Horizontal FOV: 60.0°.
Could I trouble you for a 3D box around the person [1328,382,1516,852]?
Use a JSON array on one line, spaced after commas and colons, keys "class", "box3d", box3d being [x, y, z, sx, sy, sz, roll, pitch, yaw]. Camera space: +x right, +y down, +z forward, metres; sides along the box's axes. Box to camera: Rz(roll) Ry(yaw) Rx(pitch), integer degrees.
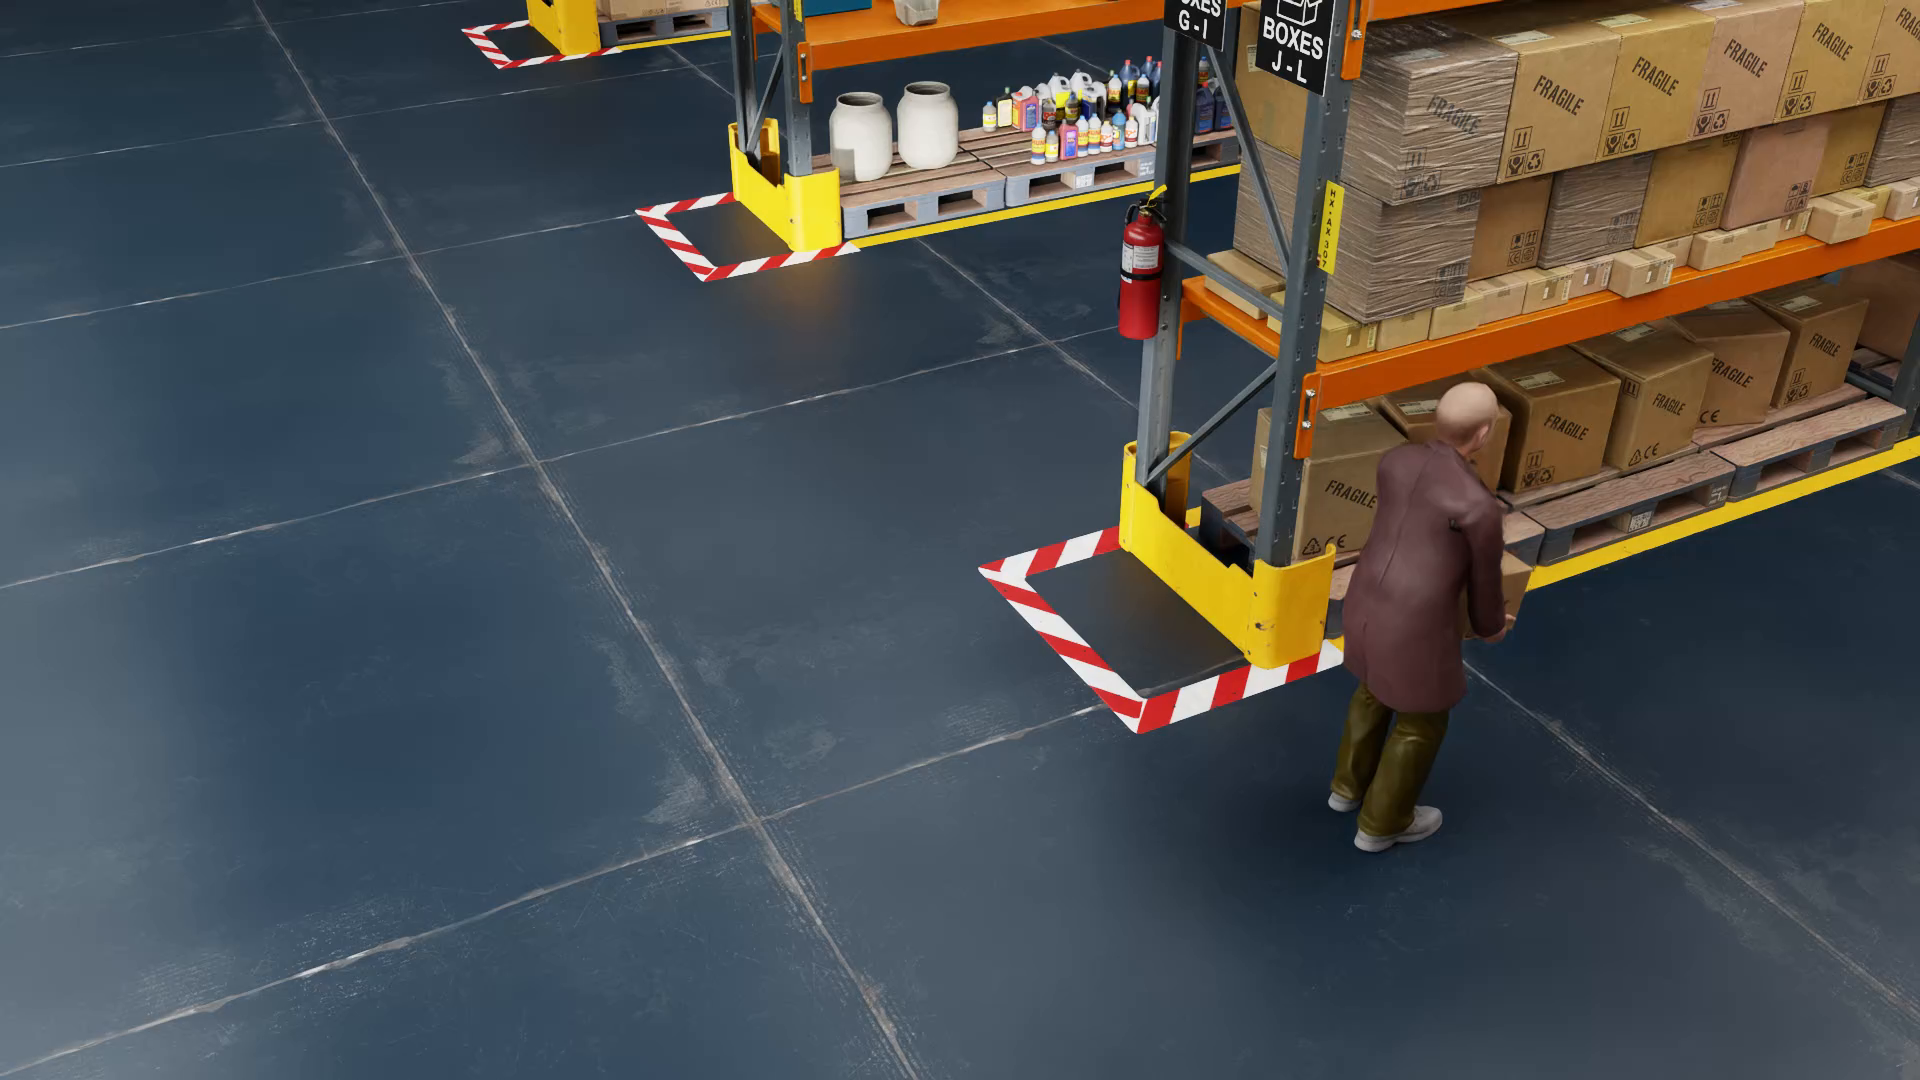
[{"class": "person", "box3d": [1.618, 0.264, 5.763, 0.592, 1.760, 0.529, -17, 36, -24]}]
